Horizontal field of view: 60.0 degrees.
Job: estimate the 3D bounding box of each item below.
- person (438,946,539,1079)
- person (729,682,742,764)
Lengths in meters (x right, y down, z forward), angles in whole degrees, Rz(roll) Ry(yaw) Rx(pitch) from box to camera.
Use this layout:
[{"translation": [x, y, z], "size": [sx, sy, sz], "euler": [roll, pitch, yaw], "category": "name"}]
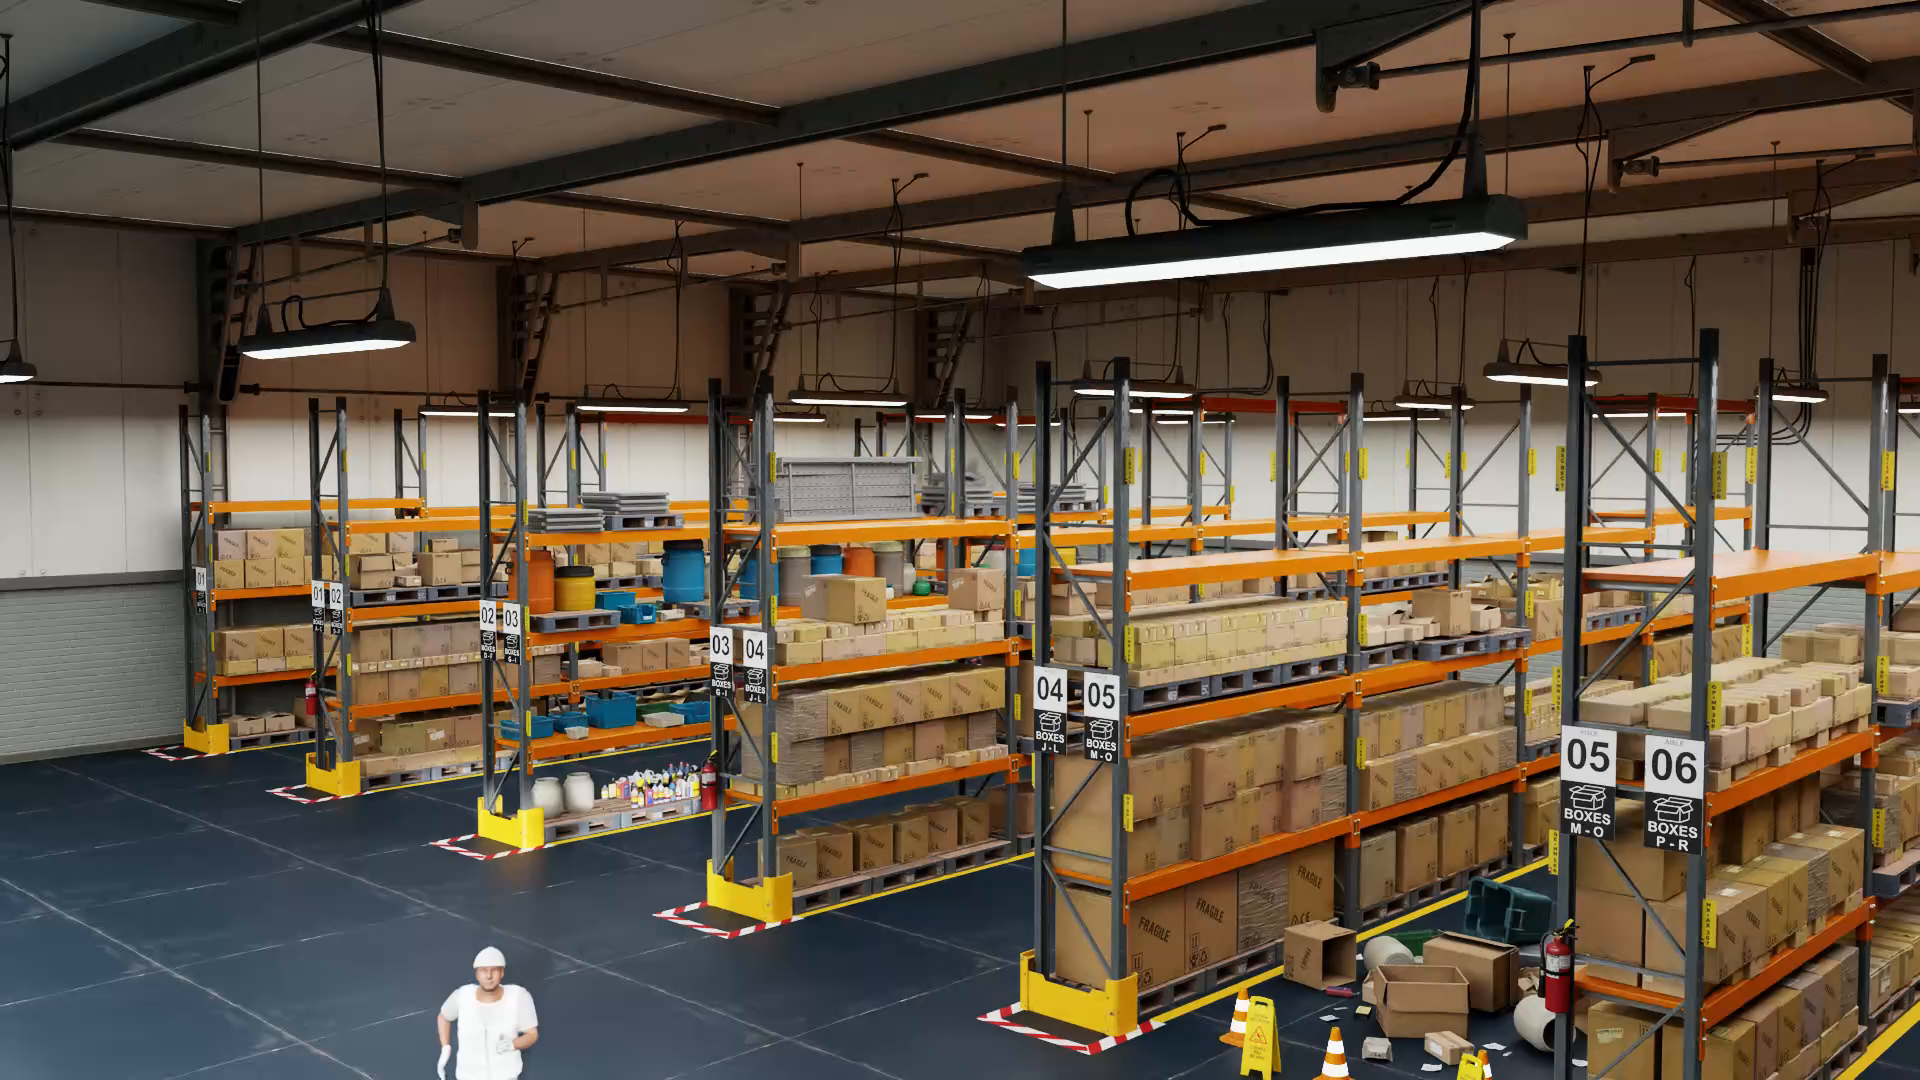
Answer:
[{"translation": [-3.193, 3.677, 11.270], "size": [0.657, 1.843, 0.767], "euler": [-1, 3, -18], "category": "person"}, {"translation": [-3.712, 2.874, 26.888], "size": [0.805, 1.790, 0.661], "euler": [-3, 4, -40], "category": "person"}]
